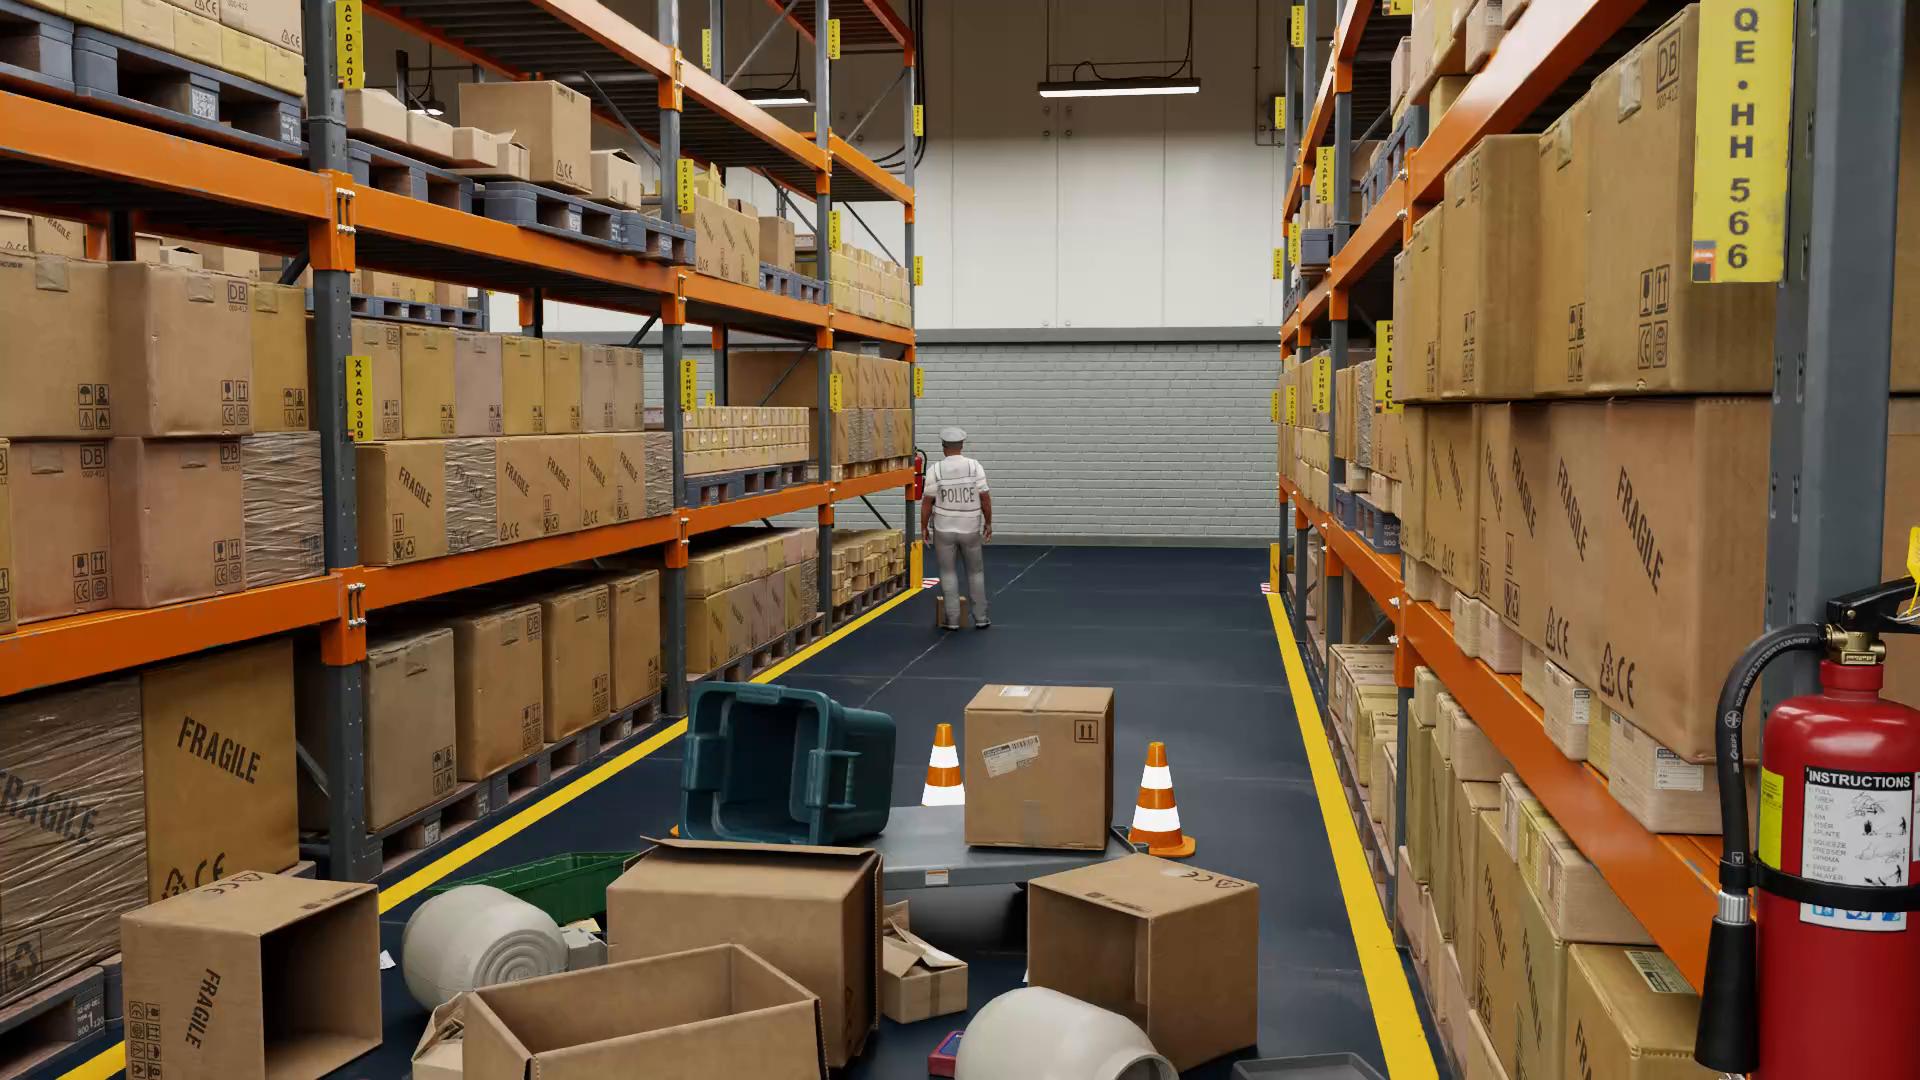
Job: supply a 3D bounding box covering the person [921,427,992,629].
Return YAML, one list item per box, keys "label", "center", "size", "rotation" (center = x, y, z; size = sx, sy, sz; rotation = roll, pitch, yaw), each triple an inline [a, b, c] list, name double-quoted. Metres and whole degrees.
- label: "person"
  center: [-0.031, -0.109, 14.678]
  size: [0.642, 1.782, 0.573]
  rotation: [0, 4, -5]
